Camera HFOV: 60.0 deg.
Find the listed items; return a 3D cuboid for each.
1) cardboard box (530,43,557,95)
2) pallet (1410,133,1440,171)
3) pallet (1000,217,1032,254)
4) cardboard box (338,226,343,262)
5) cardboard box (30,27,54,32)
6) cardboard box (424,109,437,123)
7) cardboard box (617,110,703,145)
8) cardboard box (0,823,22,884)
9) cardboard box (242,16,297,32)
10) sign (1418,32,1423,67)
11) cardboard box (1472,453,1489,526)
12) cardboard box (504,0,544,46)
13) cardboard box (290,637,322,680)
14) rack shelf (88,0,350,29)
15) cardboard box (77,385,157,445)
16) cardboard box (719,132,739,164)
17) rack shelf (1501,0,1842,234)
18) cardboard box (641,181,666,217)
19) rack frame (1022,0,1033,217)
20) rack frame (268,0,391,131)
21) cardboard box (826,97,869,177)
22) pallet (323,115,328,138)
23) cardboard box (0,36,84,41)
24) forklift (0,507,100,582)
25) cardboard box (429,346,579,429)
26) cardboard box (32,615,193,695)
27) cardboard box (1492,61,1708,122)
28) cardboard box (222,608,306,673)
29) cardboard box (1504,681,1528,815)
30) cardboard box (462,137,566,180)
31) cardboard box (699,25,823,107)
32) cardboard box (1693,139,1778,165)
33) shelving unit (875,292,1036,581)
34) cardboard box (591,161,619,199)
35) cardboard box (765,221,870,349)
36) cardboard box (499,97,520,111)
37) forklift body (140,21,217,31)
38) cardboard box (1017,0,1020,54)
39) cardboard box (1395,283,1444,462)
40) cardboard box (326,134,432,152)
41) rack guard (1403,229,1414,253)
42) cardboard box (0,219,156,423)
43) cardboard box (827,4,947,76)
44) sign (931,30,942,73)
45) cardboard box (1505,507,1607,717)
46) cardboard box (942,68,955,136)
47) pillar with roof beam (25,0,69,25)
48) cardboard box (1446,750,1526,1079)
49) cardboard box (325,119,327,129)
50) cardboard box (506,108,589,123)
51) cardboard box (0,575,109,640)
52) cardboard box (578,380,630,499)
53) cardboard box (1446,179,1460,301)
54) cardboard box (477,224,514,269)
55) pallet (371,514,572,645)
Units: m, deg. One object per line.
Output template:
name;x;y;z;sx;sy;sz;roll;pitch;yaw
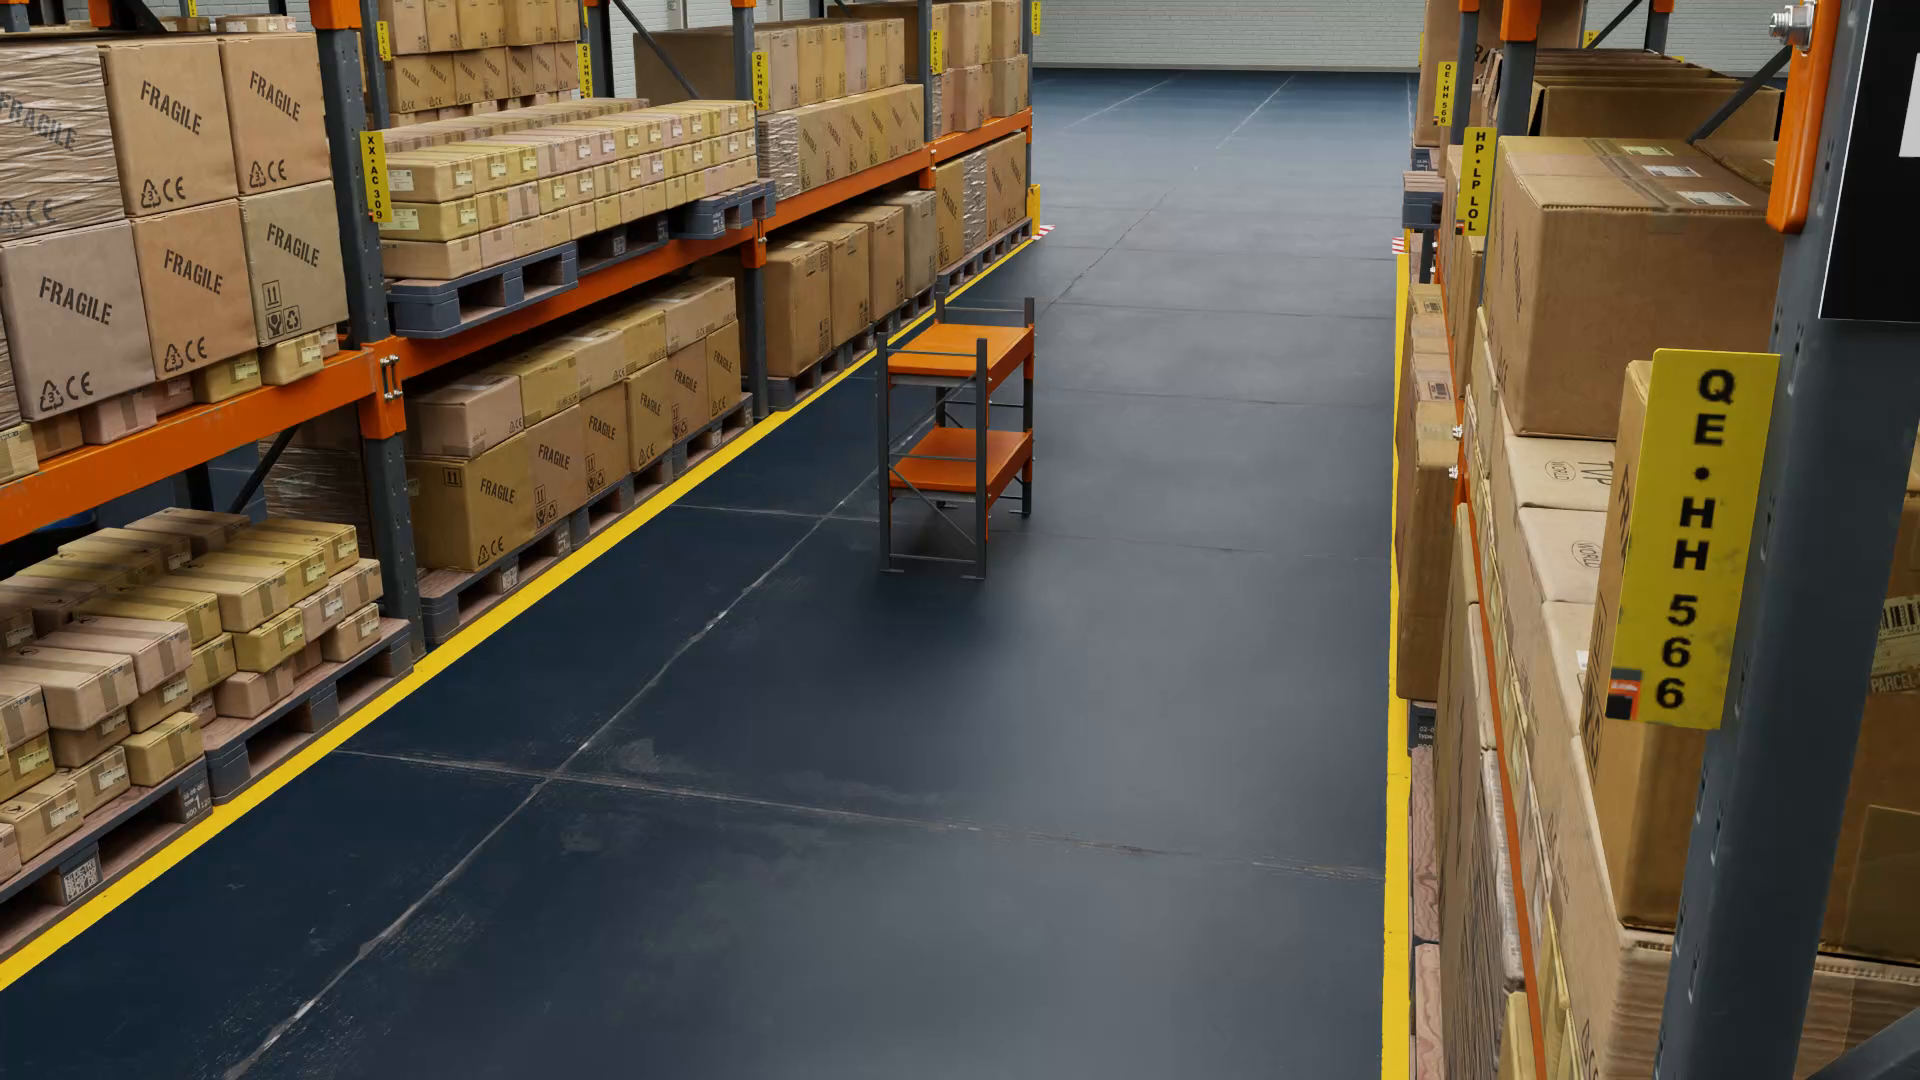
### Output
cardboard box;-4.563;-4.926;17.353;0.500;0.500;0.500;5;19;14
pallet;3.733;-2.731;11.839;1.003;0.211;1.213;5;19;13
pallet;0.134;-3.150;17.084;1.003;0.211;1.213;5;19;13
cardboard box;-2.711;-1.267;6.995;0.380;0.149;0.250;5;19;14
cardboard box;-9.716;-5.284;17.399;0.380;0.149;0.250;5;19;14
cardboard box;-5.114;-3.956;15.517;0.380;0.149;0.250;5;19;13
cardboard box;-1.566;-2.146;8.649;0.380;0.149;0.250;5;20;15
cardboard box;-2.895;0.903;4.665;0.380;0.149;0.250;4;19;11
cardboard box;-5.598;-4.146;13.418;0.380;0.149;0.250;4;19;12
sign;4.512;-4.756;16.131;0.100;0.325;0.005;5;19;13
cardboard box;1.521;-0.109;4.256;0.380;0.149;0.250;4;19;12
cardboard box;-4.640;-5.244;16.738;0.700;0.500;0.500;4;19;13
cardboard box;-2.588;0.409;6.109;0.380;0.149;0.250;5;20;15
rack shelf;-3.167;-1.418;4.170;1.077;0.370;4.000;5;19;13
cardboard box;-2.726;-0.404;5.118;0.380;0.149;0.250;4;19;11
cardboard box;-1.444;-2.165;9.165;0.380;0.149;0.250;5;20;15
rack shelf;1.618;-0.994;2.930;1.077;0.370;4.000;5;19;13
cardboard box;-1.694;-1.707;8.282;0.380;0.149;0.250;5;20;15
rack frame;0.253;-4.727;17.385;1.000;3.000;0.127;5;19;13
rack frame;-5.549;-3.832;14.767;1.000;3.000;0.127;5;19;13
cardboard box;-0.961;-2.860;11.764;0.500;0.500;0.500;4;19;13
pallet;-5.876;-3.513;14.130;1.003;0.211;1.213;5;19;13
cardboard box;-3.137;-1.341;5.311;0.500;0.500;0.500;4;19;12
forklift;-5.122;-1.485;8.000;1.130;2.935;3.031;-12;22;-31
cardboard box;-2.114;-0.714;7.695;0.500;0.250;0.500;5;20;15
cardboard box;-2.706;0.365;5.320;0.380;0.149;0.250;4;19;11
cardboard box;2.570;-1.675;6.745;0.797;0.503;0.637;5;20;15
cardboard box;-2.550;0.339;5.855;0.380;0.149;0.250;4;19;11
cardboard box;1.145;0.373;2.845;0.380;0.149;0.250;4;19;12
cardboard box;-1.945;-1.660;7.226;0.380;0.149;0.250;4;19;13
cardboard box;-1.336;-3.199;11.212;0.700;0.500;0.500;4;19;13
cardboard box;2.254;-0.802;4.505;0.500;0.500;0.500;5;20;15
shelving unit;-0.002;-0.530;8.000;0.538;1.125;1.048;5;19;13
cardboard box;-1.820;-1.685;7.759;0.380;0.149;0.250;4;19;12
cardboard box;-1.255;-1.811;11.681;1.050;0.750;0.750;5;19;14
cardboard box;-4.700;-4.427;16.895;0.380;0.149;0.250;4;19;13
forklift body;-8.080;-4.337;17.557;2.313;2.155;1.214;5;19;13
cardboard box;0.125;-5.195;16.855;0.875;0.550;0.550;5;19;13
cardboard box;2.895;-0.774;8.452;1.225;0.875;0.875;4;19;11
cardboard box;-2.576;-1.716;7.388;0.380;0.149;0.250;5;19;13
rack guard;5.020;-3.097;16.480;1.175;0.500;0.348;5;19;13
cardboard box;-2.773;-0.661;4.868;0.500;0.500;0.500;5;19;13
cardboard box;-0.600;-4.168;13.847;0.875;0.550;0.550;5;19;13
sign;-0.195;-3.944;13.424;0.100;0.325;0.005;5;19;13
cardboard box;1.239;0.150;2.878;0.500;0.250;0.500;4;19;12
cardboard box;-0.533;-3.835;14.542;0.875;0.550;0.550;5;19;13
pillar with roof beam;-6.255;-7.829;17.186;9.100;9.000;0.400;5;19;13
cardboard box;1.430;1.026;3.180;0.875;0.875;0.875;5;19;13
cardboard box;-5.766;-3.838;15.173;0.380;0.149;0.250;4;19;13
cardboard box;-2.194;-2.207;8.827;0.380;0.149;0.250;4;19;11
cardboard box;-3.144;0.243;5.675;0.380;0.149;0.250;4;19;12
cardboard box;-1.998;-0.523;8.296;0.500;0.500;0.500;5;19;14
cardboard box;2.332;-1.233;7.002;0.500;0.500;0.500;5;19;14
cardboard box;-2.074;-1.220;6.857;0.380;0.149;0.250;5;19;14
pallet;-2.490;0.110;7.539;1.003;0.211;1.213;5;19;13
